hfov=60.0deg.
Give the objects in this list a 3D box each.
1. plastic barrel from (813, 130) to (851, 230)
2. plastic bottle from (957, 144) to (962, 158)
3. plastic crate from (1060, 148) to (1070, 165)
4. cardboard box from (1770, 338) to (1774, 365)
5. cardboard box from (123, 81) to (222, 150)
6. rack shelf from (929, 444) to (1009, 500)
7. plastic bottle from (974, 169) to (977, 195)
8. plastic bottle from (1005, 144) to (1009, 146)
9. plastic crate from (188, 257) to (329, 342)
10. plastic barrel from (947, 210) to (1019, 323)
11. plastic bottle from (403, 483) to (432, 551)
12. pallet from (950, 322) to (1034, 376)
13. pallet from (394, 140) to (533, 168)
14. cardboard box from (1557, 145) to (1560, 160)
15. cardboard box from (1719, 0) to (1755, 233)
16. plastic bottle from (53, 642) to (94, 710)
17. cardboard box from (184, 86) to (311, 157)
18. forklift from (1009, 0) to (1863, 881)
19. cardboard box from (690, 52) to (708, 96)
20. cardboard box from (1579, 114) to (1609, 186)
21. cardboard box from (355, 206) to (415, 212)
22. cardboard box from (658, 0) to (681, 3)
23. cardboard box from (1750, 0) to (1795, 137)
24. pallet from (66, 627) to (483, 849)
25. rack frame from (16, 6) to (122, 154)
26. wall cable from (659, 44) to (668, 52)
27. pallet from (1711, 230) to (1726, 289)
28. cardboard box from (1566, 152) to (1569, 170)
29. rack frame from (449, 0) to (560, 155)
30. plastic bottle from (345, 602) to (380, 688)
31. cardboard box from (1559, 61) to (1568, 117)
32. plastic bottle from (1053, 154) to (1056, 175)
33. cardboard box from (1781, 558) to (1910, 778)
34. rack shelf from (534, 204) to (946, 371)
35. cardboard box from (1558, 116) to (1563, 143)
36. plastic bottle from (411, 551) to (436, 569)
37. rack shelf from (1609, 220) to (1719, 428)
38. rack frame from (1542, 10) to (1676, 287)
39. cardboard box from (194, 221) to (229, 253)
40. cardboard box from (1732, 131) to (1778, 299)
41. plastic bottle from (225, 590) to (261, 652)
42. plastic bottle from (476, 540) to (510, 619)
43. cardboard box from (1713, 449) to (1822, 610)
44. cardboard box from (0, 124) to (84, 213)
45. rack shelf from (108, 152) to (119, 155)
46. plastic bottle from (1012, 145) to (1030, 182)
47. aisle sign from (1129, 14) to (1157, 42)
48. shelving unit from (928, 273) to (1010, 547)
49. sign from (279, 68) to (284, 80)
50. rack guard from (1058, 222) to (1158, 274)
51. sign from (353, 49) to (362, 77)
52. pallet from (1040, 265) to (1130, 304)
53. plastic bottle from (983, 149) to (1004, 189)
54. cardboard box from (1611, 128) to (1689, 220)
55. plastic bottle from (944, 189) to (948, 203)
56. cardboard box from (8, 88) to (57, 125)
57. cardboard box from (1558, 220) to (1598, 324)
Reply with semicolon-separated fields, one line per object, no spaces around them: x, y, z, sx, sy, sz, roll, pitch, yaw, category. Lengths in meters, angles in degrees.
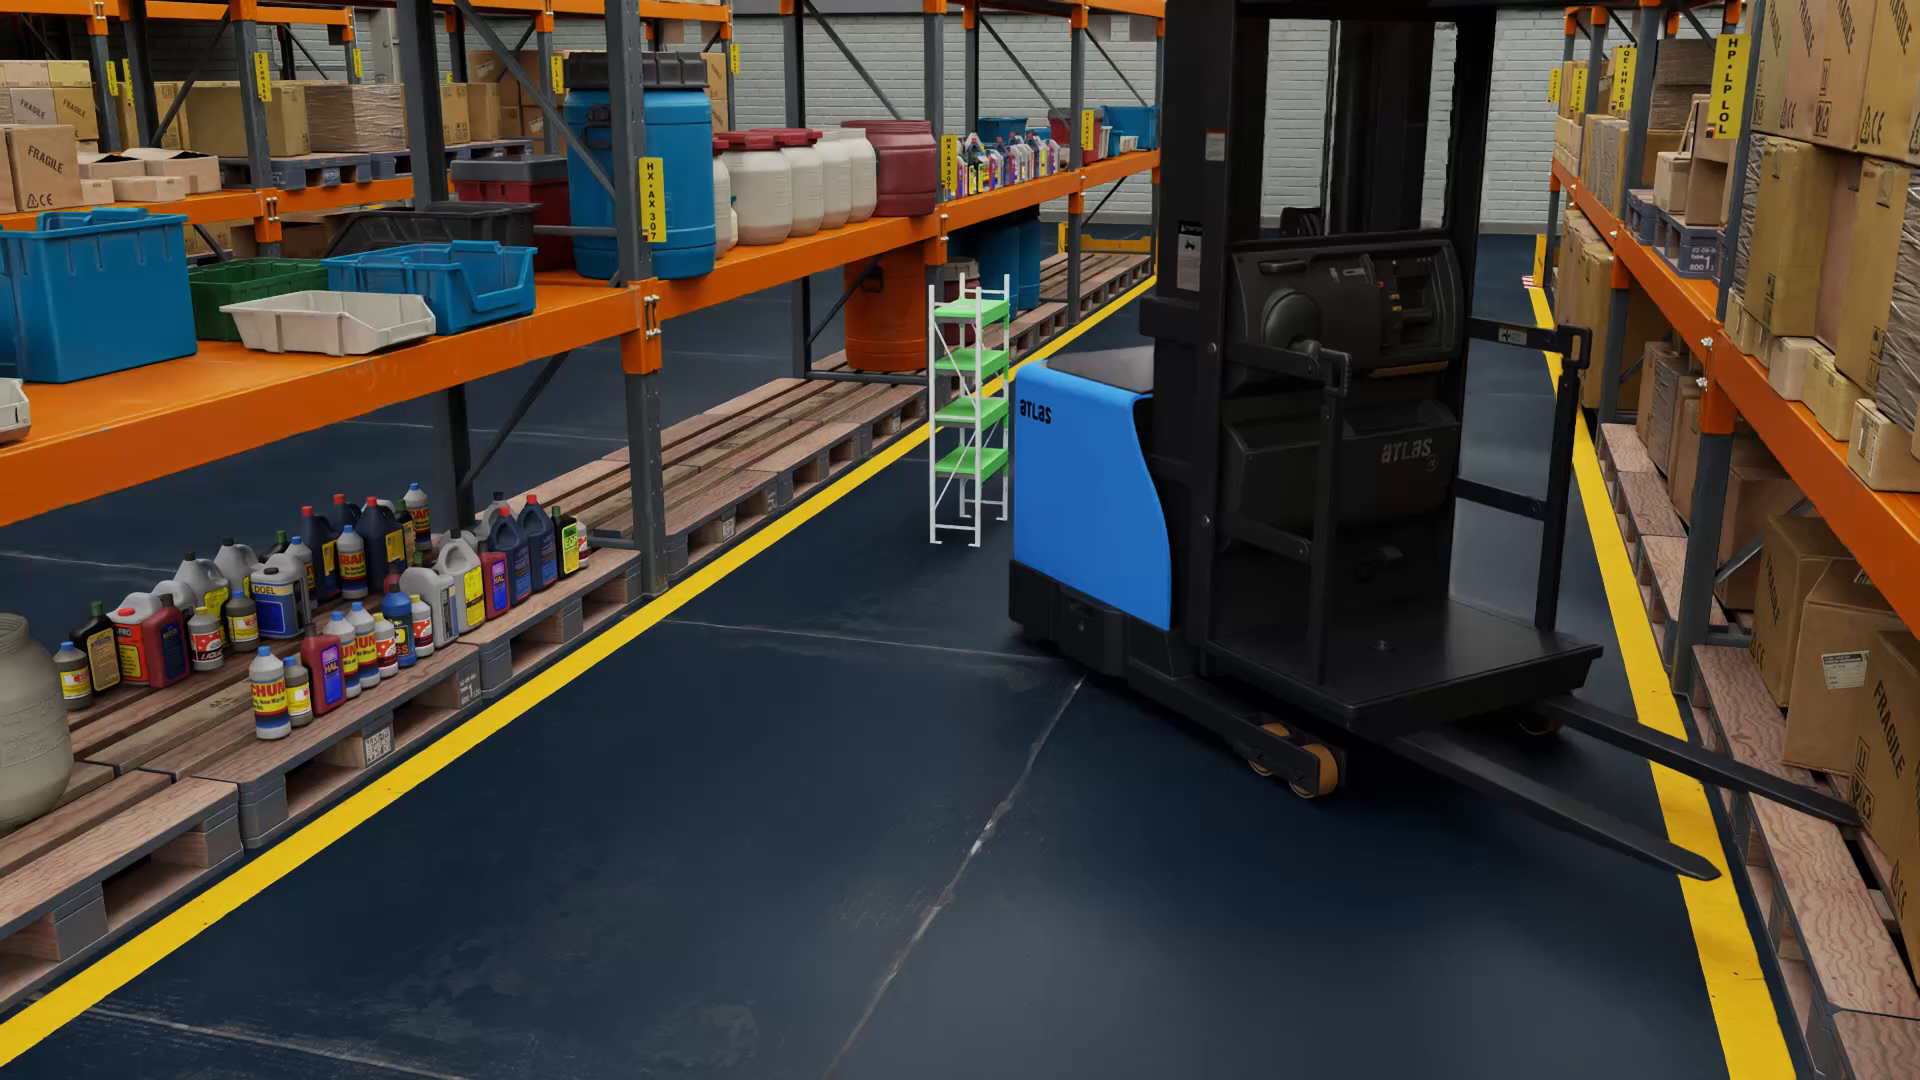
-0.804;-1.954;9.015;0.421;0.512;0.421;0;16;0;plastic barrel
-0.074;-2.937;12.914;0.152;0.276;0.135;5;16;16;plastic bottle
0.810;-3.355;14.533;0.396;0.136;0.243;5;16;16;plastic crate
2.476;-0.513;4.602;0.380;0.149;0.250;5;16;16;cardboard box
-8.576;-4.586;17.951;0.980;0.700;0.700;4;16;14;cardboard box
0.047;-0.328;7.901;0.258;0.148;0.480;5;16;16;rack shelf
0.065;-2.472;11.413;0.097;0.201;0.097;0;16;0;plastic bottle
0.366;-2.929;12.896;0.097;0.271;0.097;0;16;0;plastic bottle
-2.390;-0.814;5.590;0.450;0.188;0.662;5;16;16;plastic crate
0.168;-2.208;13.194;0.600;0.901;0.708;5;16;16;plastic barrel
-2.244;-0.099;6.874;0.097;0.271;0.097;0;16;0;plastic bottle
-0.064;-1.482;12.667;1.003;0.211;1.213;5;16;16;pallet
-4.540;-3.434;14.792;1.003;0.211;1.213;5;16;16;pallet
5.792;-3.614;15.534;0.380;0.149;0.250;4;16;15;cardboard box
3.376;-1.553;5.938;1.000;1.000;1.000;5;17;16;cardboard box
-2.768;0.417;5.182;0.097;0.201;0.097;0;16;0;plastic bottle
-5.274;-3.104;12.324;0.700;0.500;0.500;-1;16;-3;cardboard box
1.364;-0.766;5.159;1.130;2.935;3.031;-9;18;-29;forklift
-3.077;-5.033;18.061;0.500;0.500;0.500;5;17;17;cardboard box
4.919;-2.905;12.392;0.500;0.500;0.500;5;16;16;cardboard box
-4.863;-2.728;14.350;0.500;0.250;0.500;5;16;16;cardboard box
-3.246;-5.728;17.305;0.500;0.250;0.500;5;16;16;cardboard box
2.644;-1.439;4.846;0.500;0.500;0.500;5;16;16;cardboard box
-2.309;0.585;5.380;1.003;0.211;1.213;5;16;16;pallet
-8.958;-4.110;16.824;1.000;3.000;0.127;5;16;16;rack frame
-5.872;-8.001;25.238;3.097;2.526;0.112;5;16;16;wall cable
3.372;-0.961;6.074;1.003;0.211;1.213;5;16;16;pallet
5.354;-3.212;14.116;0.380;0.149;0.250;5;17;17;cardboard box
-4.208;-3.727;15.473;1.000;3.000;0.127;5;16;16;rack frame
-1.930;0.332;5.355;0.097;0.271;0.097;0;16;0;plastic bottle
5.888;-4.201;15.498;0.500;0.500;0.500;4;16;15;cardboard box
0.731;-3.086;13.576;0.097;0.201;0.097;0;16;0;plastic bottle
2.708;0.387;4.778;0.500;0.500;0.500;11;19;33;cardboard box
-1.165;-1.426;8.679;1.077;0.370;4.000;5;16;16;rack shelf
5.889;-3.834;15.580;0.500;0.250;0.500;4;16;15;cardboard box
-1.892;0.170;5.903;0.061;0.283;0.133;5;16;16;plastic bottle
3.584;-1.042;7.325;1.077;0.370;4.000;5;16;16;rack shelf
6.426;-4.005;16.451;1.000;3.000;0.127;5;16;16;rack frame
-8.502;-3.429;18.232;0.700;0.500;0.500;4;16;15;cardboard box
2.828;-0.943;4.930;0.875;0.500;0.500;5;16;16;cardboard box
-2.460;0.272;5.697;0.097;0.201;0.097;0;16;0;plastic bottle
-1.701;0.133;6.035;0.061;0.283;0.133;6;17;20;plastic bottle
3.211;-0.033;6.224;0.700;0.500;0.500;3;16;12;cardboard box
-5.806;-2.289;10.218;0.500;0.500;0.500;4;16;13;cardboard box
-9.527;-3.241;15.077;1.077;0.370;4.000;5;16;16;rack shelf
0.453;-2.892;12.754;0.152;0.276;0.135;5;16;16;plastic bottle
1.978;-5.635;17.436;0.394;0.787;0.004;5;16;16;aisle sign
0.047;-0.621;7.818;0.258;1.200;0.503;5;16;16;shelving unit
-8.352;-5.656;20.542;0.100;0.325;0.005;5;16;16;sign
1.671;-3.193;18.172;1.175;0.500;0.348;5;16;16;rack guard
-7.305;-5.782;20.162;0.100;0.325;0.005;5;16;16;sign
1.057;-2.516;16.314;1.003;0.211;1.213;5;16;16;pallet
0.231;-2.687;12.033;0.152;0.276;0.135;5;16;16;plastic bottle
4.055;-2.108;9.581;0.500;0.500;0.500;5;17;18;cardboard box
-0.164;-2.324;10.754;0.152;0.276;0.135;5;16;16;plastic bottle
-8.983;-4.037;15.799;0.500;0.500;0.500;5;17;16;cardboard box
4.873;-1.735;11.574;1.225;0.875;0.875;4;16;14;cardboard box
